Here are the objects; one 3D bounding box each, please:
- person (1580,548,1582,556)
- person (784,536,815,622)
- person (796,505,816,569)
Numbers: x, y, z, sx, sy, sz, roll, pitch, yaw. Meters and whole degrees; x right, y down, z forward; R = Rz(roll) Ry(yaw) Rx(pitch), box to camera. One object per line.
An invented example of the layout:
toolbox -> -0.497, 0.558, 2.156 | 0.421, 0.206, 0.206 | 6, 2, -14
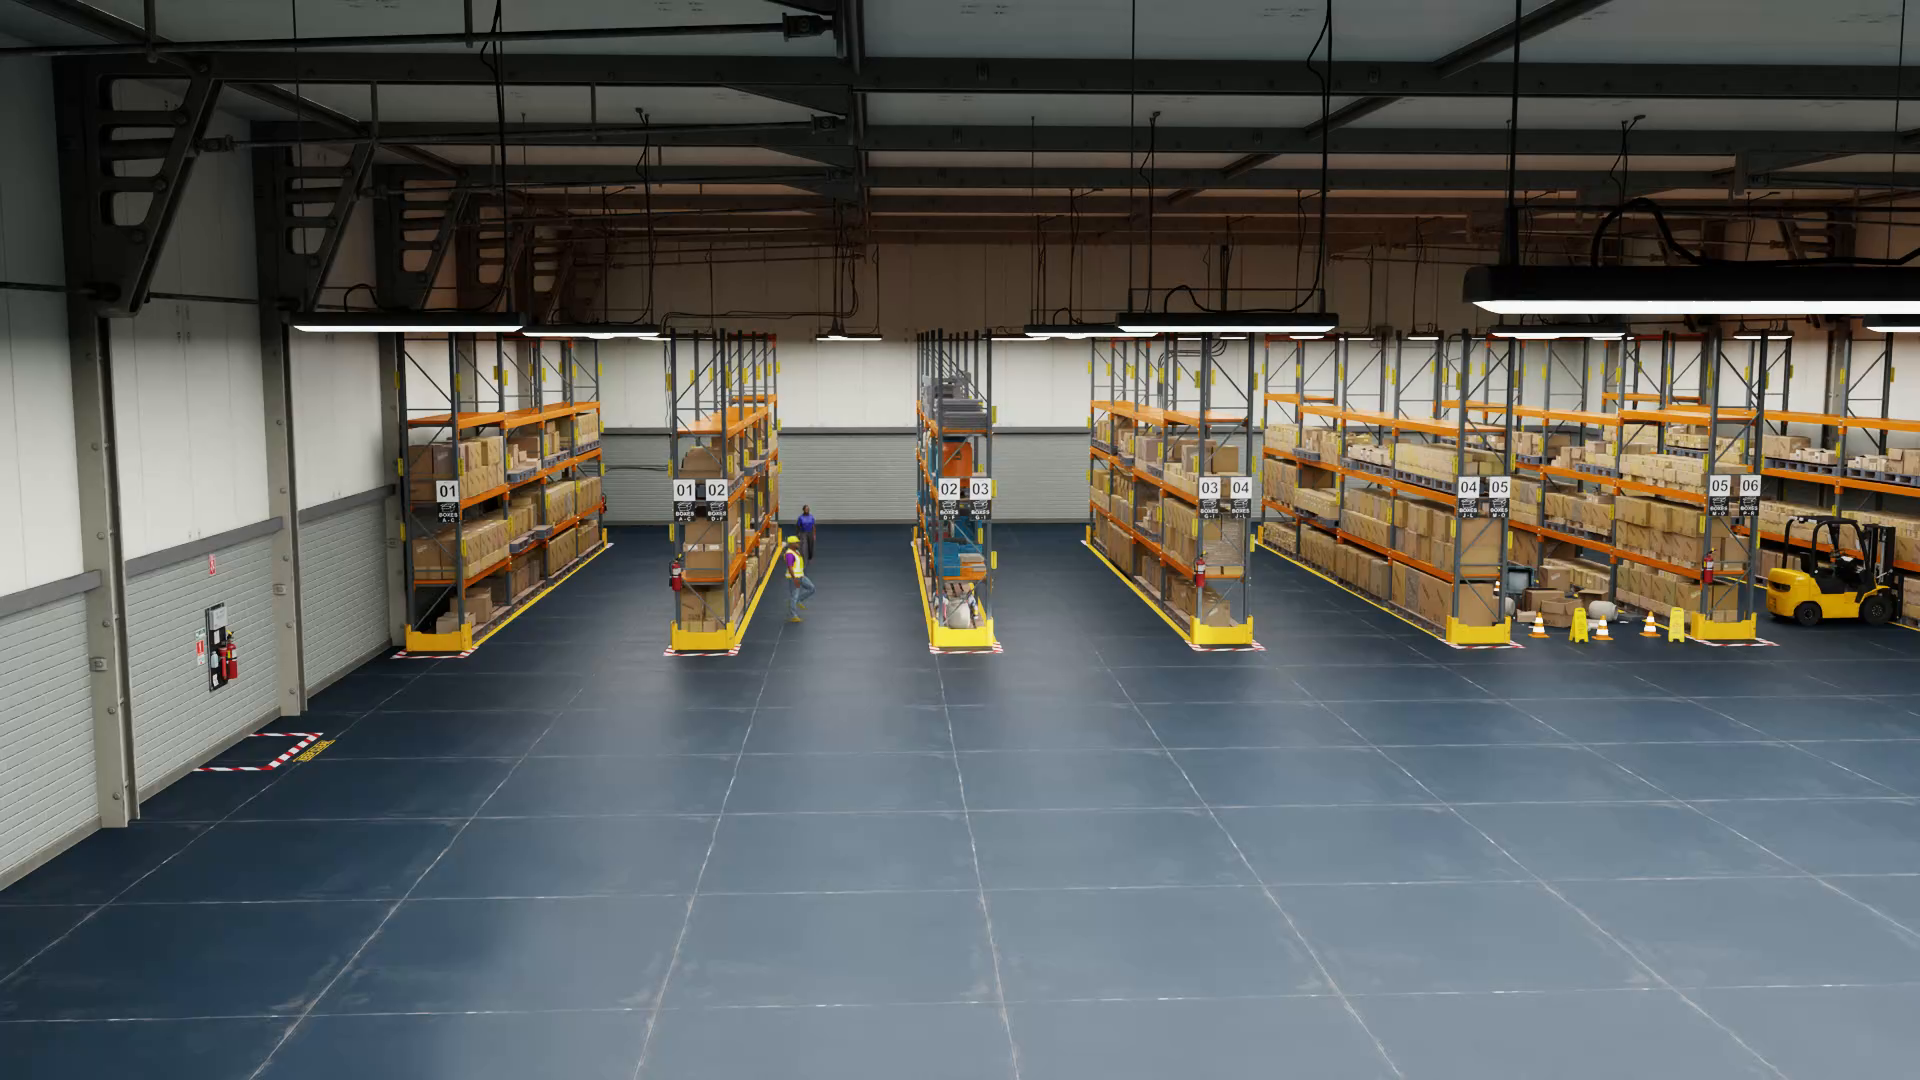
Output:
person -> 16.609, -0.345, 44.835 | 0.378, 1.602, 0.428 | 2, 7, 13
person -> -3.362, 0.801, 34.418 | 0.563, 1.767, 0.617 | 3, 7, 21
person -> -3.949, -0.102, 42.606 | 0.508, 1.609, 0.896 | -1, 7, -9
